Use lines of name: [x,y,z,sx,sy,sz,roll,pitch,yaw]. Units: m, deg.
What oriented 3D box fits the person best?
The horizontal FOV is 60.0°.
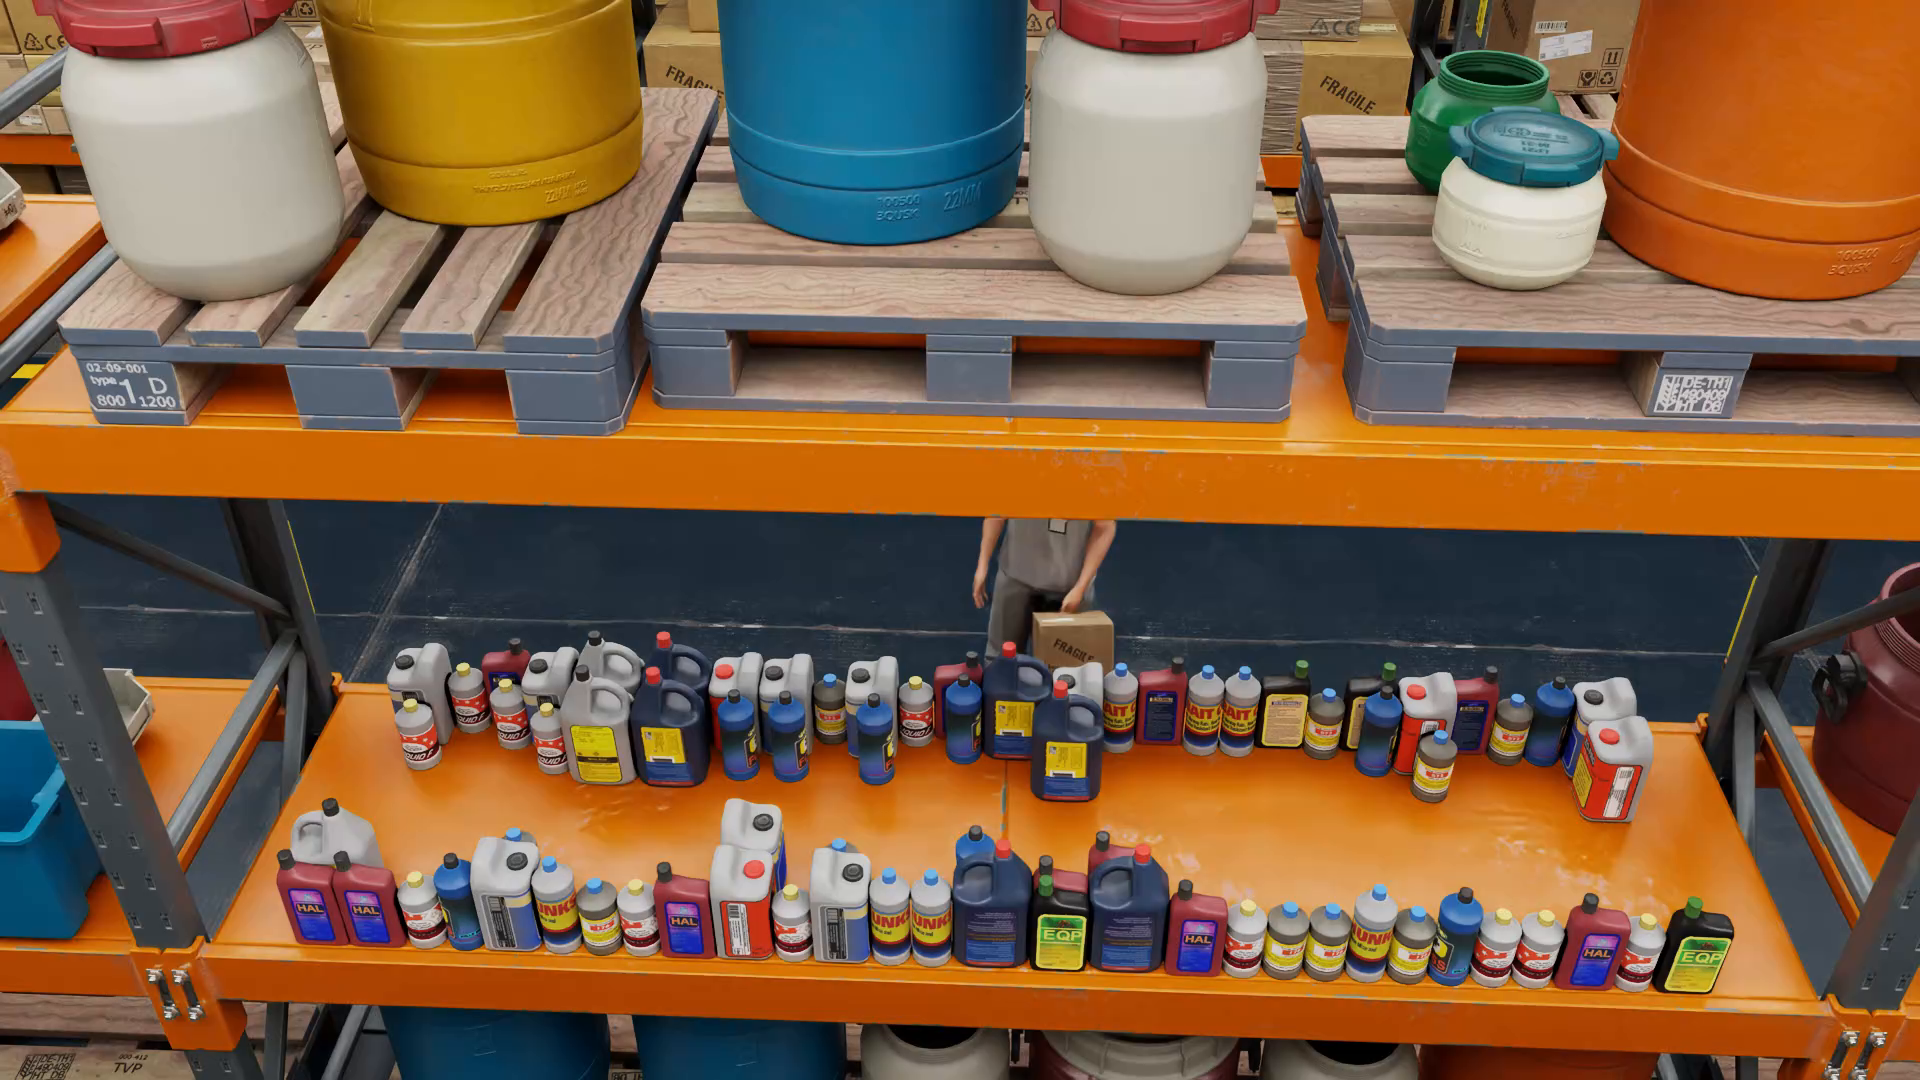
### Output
person: [0.301,0.150,5.933,0.473,1.671,0.546,13,38,18]
